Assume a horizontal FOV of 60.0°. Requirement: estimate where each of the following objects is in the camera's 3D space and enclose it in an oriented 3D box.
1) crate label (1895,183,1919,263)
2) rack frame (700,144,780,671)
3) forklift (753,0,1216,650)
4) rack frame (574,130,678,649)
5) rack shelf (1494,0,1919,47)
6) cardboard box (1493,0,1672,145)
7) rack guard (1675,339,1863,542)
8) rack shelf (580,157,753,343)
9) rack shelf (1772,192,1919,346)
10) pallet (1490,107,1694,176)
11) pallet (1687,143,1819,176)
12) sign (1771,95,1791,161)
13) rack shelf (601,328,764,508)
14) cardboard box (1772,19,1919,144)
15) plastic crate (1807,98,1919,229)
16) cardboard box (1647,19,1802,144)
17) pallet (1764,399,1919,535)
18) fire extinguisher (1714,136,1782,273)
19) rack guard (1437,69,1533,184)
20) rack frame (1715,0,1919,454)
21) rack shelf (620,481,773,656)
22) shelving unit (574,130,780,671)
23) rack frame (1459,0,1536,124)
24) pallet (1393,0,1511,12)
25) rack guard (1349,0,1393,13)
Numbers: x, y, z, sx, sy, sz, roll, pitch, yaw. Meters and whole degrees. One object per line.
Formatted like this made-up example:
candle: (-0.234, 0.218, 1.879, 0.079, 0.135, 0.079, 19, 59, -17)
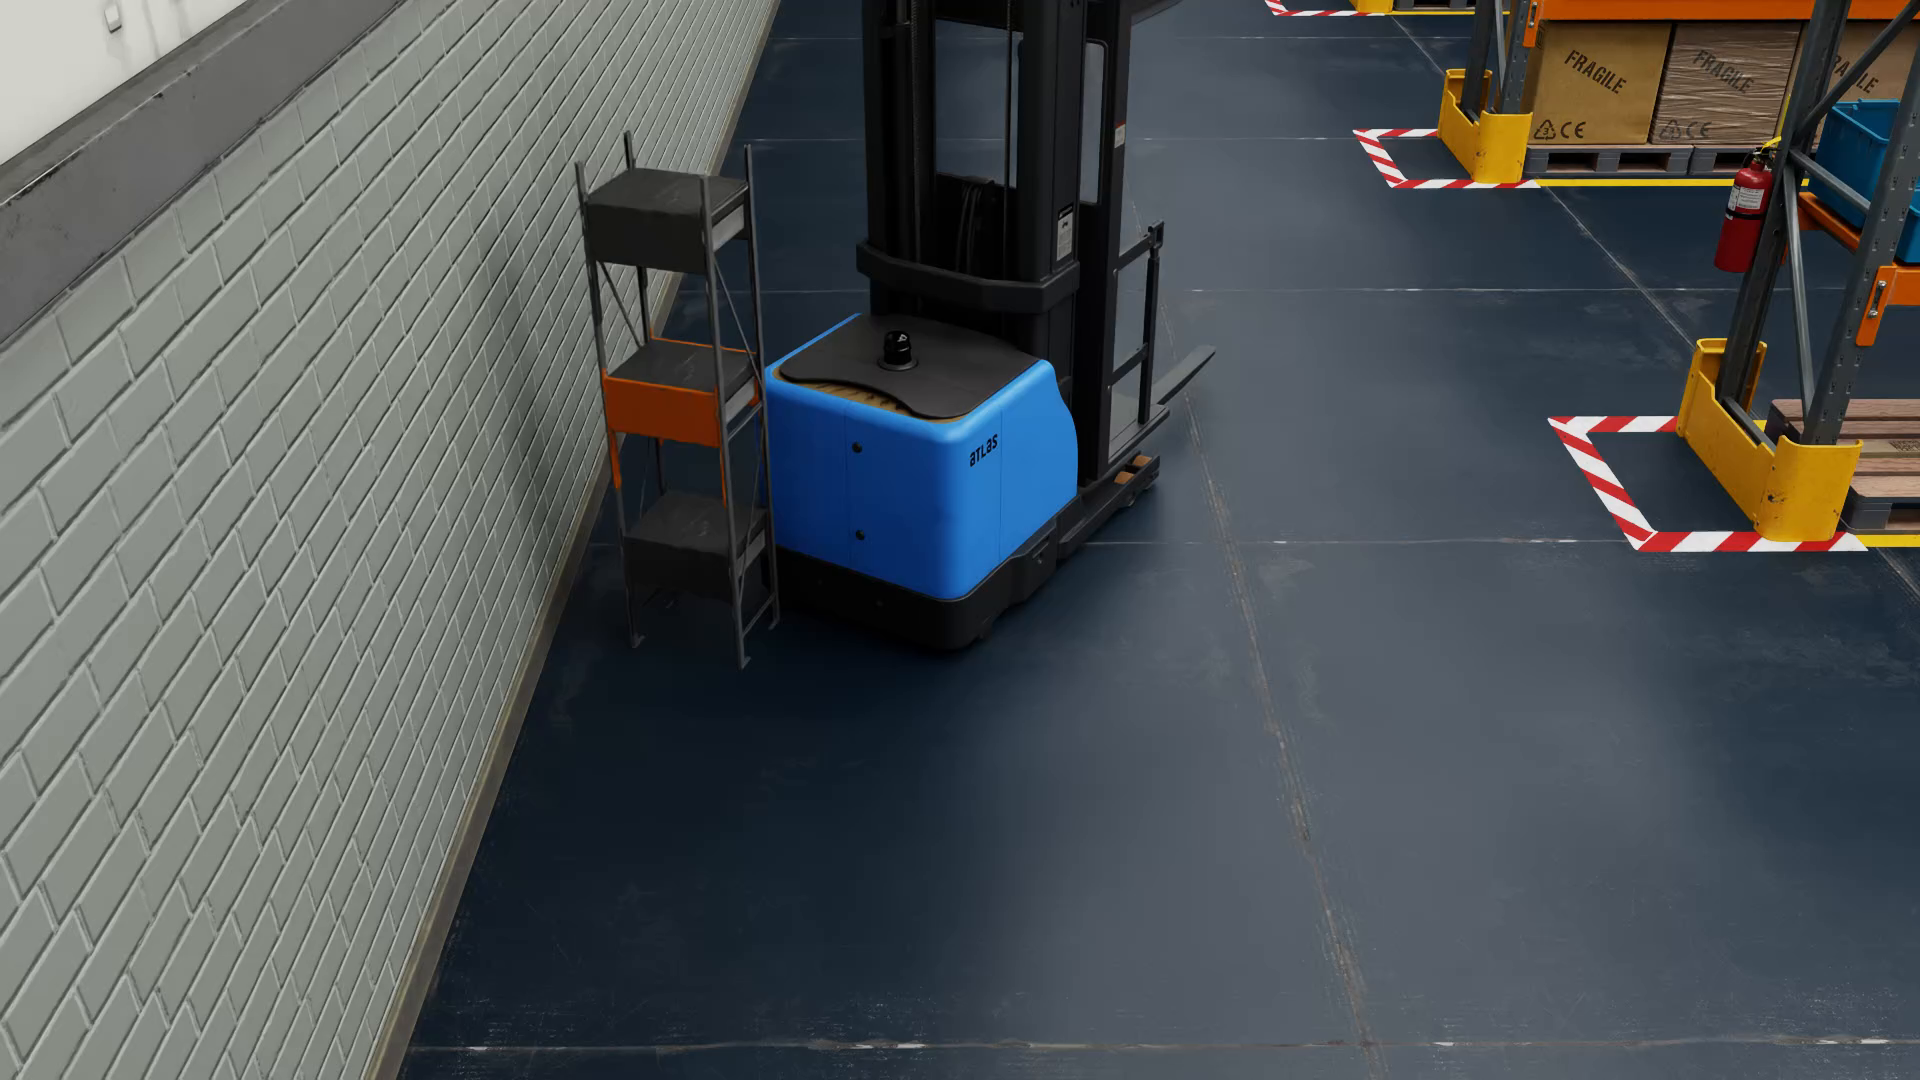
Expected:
crate label: (4.184, -1.369, 7.217, 0.303, 0.233, 0.416, 0, 31, 0)
rack frame: (-0.841, -0.457, 6.478, 0.015, 2.100, 0.400, 10, 33, 15)
forklift: (0.323, -1.529, 7.445, 1.130, 2.935, 3.031, 17, 35, 26)
rack frame: (-1.305, -0.537, 6.606, 0.015, 2.100, 0.400, 10, 33, 15)
rack shelf: (5.905, -3.852, 11.901, 4.000, 0.370, 1.077, 0, 31, 0)
cardboard box: (4.545, -3.468, 12.218, 0.875, 0.875, 0.875, 0, 31, 0)
rack guard: (3.911, -0.509, 8.107, 0.348, 0.500, 1.175, 0, 31, 0)
rack shelf: (-1.070, -1.084, 6.186, 0.480, 0.518, 0.431, 10, 33, 15)
rack shelf: (5.935, -1.283, 7.667, 4.000, 0.370, 1.077, 0, 31, 0)
pallet: (4.705, -3.004, 12.498, 1.213, 0.211, 1.003, 0, 31, 0)
pallet: (5.922, -3.007, 12.502, 1.213, 0.211, 1.003, 0, 31, 0)
sign: (3.916, -1.939, 7.898, 0.005, 0.325, 0.100, 0, 31, 0)
rack shelf: (-1.073, -0.485, 6.549, 0.480, 0.518, 0.431, 10, 33, 15)
cardboard box: (6.345, -3.474, 12.227, 0.875, 0.875, 0.875, 0, 31, 0)
plastic crate: (4.269, -1.723, 7.606, 0.499, 0.435, 0.616, 0, 31, 0)
cardboard box: (5.455, -3.471, 12.223, 0.875, 0.875, 0.875, 0, 31, 0)
pallet: (4.760, -0.375, 8.164, 1.213, 0.211, 1.003, 0, 31, 0)
fire extinguisher: (3.782, -1.627, 7.974, 0.183, 0.674, 0.296, 0, 31, 0)
rack guard: (3.882, -3.085, 12.352, 0.348, 0.500, 1.175, 0, 31, 0)
rack frame: (3.935, -1.584, 7.470, 0.127, 3.000, 1.000, 0, 31, 0)
rack shelf: (-1.076, 0.113, 6.912, 0.480, 0.518, 0.431, 10, 33, 15)
shelving unit: (-1.073, -0.497, 6.542, 0.503, 2.100, 0.431, 10, 33, 15)
rack frame: (3.906, -4.154, 11.704, 0.127, 3.000, 1.000, 0, 31, 0)
pallet: (4.865, -5.519, 16.643, 1.213, 0.211, 1.003, 0, 31, 0)
rack guard: (4.053, -5.658, 16.594, 0.348, 0.500, 1.175, 0, 31, 0)
